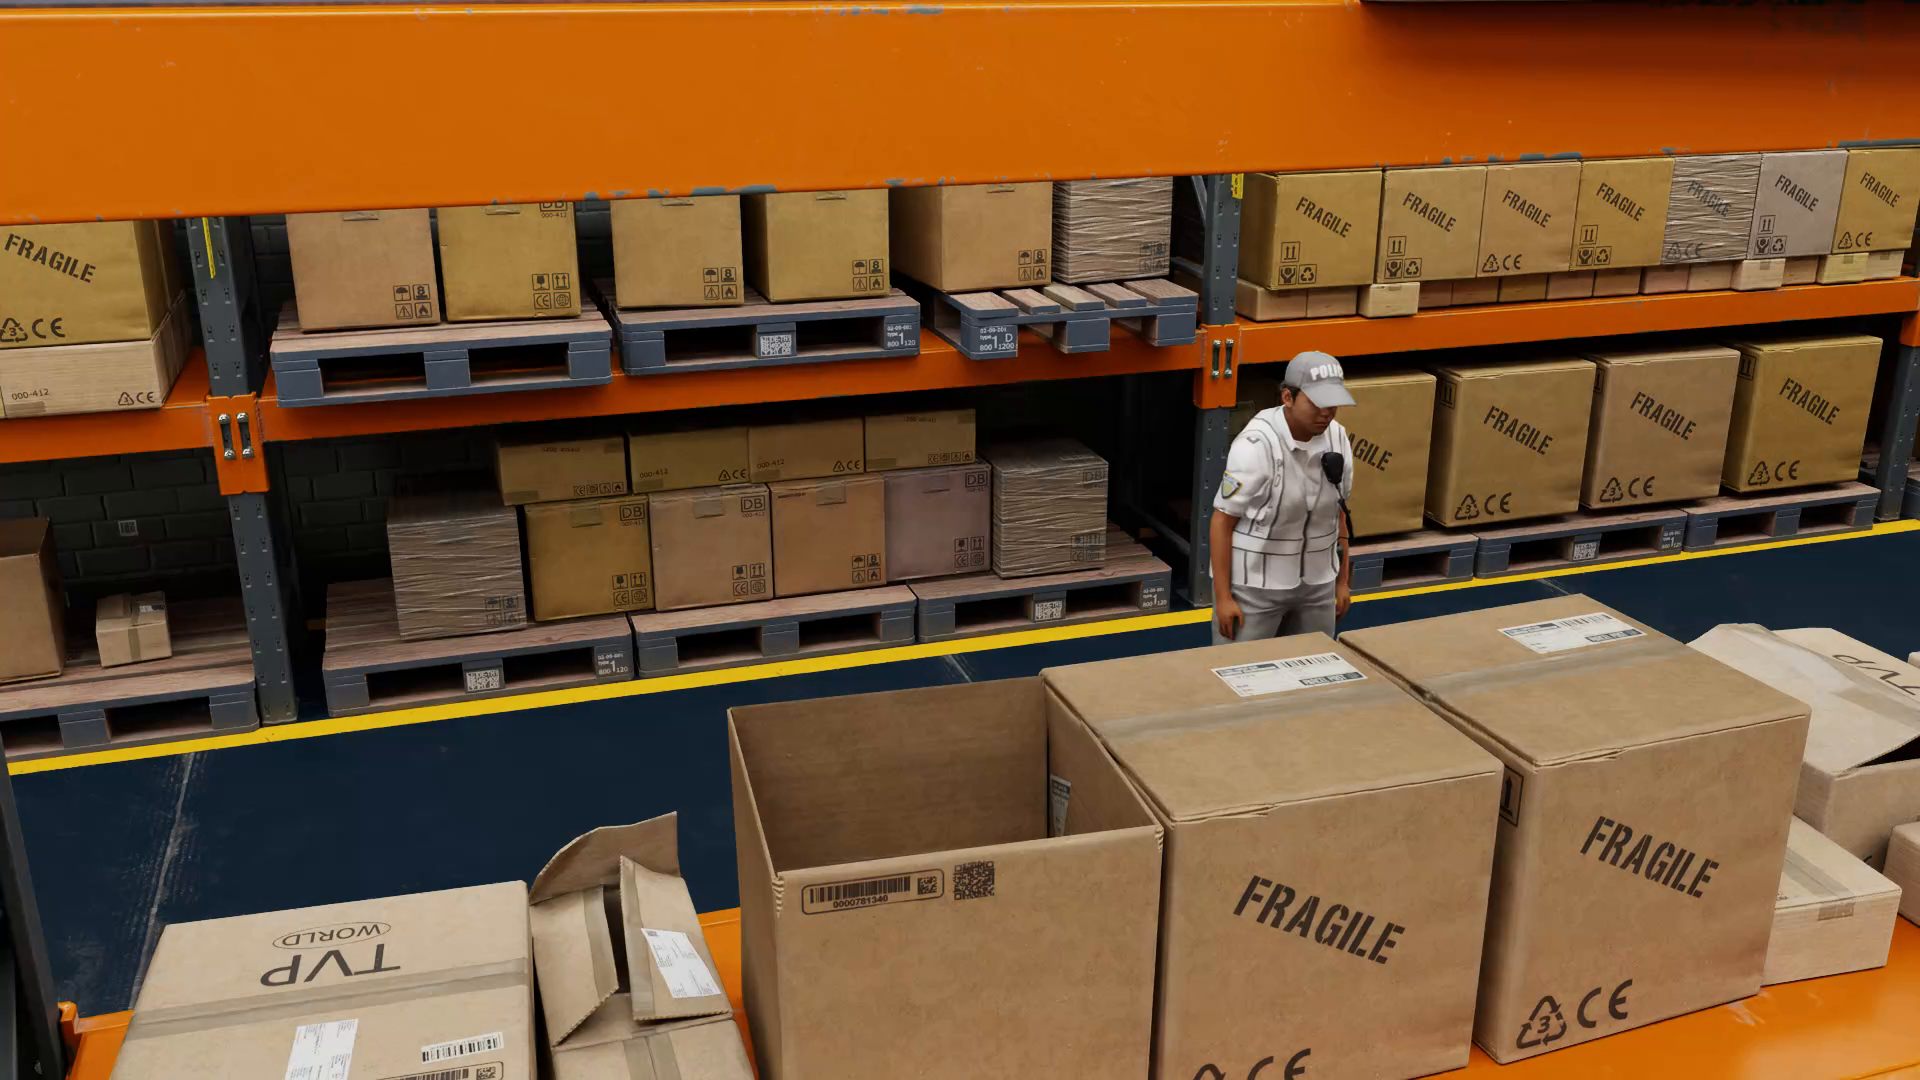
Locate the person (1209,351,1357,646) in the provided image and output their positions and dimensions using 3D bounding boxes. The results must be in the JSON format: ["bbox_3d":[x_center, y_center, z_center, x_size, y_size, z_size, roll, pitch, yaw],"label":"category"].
[{"bbox_3d":[1.065,0.177,5.553,0.564,1.666,0.468,-7,21,-20],"label":"person"}]
